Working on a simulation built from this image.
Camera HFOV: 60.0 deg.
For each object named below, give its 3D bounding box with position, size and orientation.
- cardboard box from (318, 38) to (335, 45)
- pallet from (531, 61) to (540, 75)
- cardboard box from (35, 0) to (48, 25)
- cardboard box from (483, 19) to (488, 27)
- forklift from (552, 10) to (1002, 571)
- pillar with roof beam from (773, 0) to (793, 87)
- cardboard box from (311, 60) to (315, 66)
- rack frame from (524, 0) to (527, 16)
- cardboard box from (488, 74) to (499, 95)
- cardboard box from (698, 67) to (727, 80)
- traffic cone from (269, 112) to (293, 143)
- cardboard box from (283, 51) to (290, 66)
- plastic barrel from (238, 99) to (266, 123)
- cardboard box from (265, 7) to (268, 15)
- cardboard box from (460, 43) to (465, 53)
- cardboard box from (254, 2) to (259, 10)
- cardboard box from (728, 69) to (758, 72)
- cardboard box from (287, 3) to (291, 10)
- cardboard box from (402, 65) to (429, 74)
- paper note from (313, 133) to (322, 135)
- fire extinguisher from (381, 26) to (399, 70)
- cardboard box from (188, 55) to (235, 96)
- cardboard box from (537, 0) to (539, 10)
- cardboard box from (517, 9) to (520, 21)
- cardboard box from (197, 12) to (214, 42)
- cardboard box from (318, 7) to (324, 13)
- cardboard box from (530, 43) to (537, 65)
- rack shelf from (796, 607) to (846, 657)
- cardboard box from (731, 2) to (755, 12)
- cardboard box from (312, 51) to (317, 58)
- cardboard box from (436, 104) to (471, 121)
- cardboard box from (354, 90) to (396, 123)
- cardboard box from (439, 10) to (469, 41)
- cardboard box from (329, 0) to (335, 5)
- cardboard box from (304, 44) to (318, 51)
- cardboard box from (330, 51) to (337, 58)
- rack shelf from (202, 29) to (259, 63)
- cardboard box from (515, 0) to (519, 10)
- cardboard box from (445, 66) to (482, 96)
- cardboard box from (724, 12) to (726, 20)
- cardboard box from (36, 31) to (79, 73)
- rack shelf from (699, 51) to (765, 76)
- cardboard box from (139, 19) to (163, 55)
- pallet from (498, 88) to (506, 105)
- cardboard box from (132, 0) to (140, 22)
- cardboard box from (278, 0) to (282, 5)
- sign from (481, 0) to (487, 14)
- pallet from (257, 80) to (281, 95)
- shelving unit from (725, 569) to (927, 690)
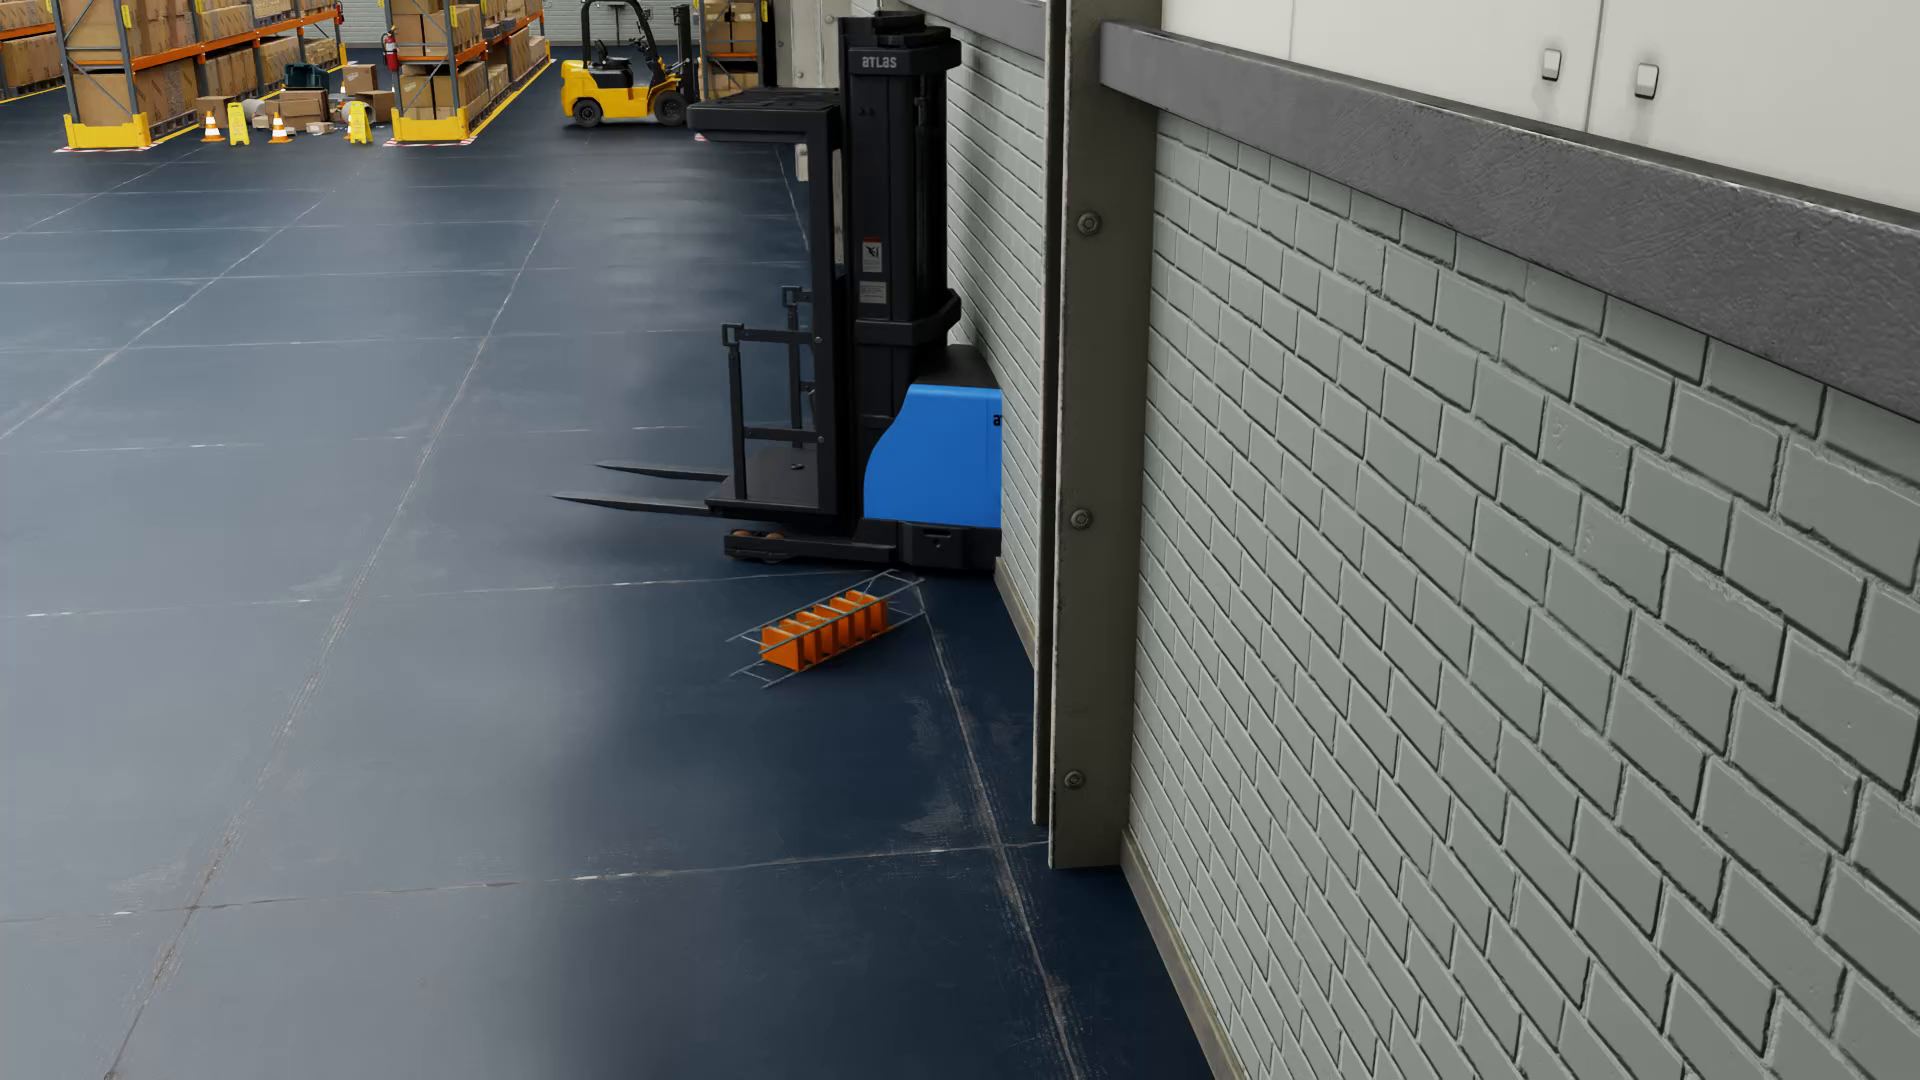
[{"bbox_3d":[-15.555,-12.219,40.770,0.380,0.149,0.250,-3,21,-7],"label":"cardboard box"},{"bbox_3d":[-10.454,-11.111,39.162,1.003,0.211,1.213,-3,21,-8],"label":"pallet"},{"bbox_3d":[-19.744,-11.196,35.264,0.500,0.500,0.500,-3,21,-8],"label":"cardboard box"},{"bbox_3d":[-9.035,-9.666,31.068,0.380,0.149,0.250,-3,21,-7],"label":"cardboard box"},{"bbox_3d":[-0.853,-1.415,9.315,3.031,2.935,1.130,5,21,12],"label":"forklift"},{"bbox_3d":[-7.249,-11.126,26.645,9.100,9.000,0.400,-3,21,-8],"label":"pillar with roof beam"},{"bbox_3d":[-15.078,-10.961,38.250,0.380,0.149,0.250,-2,21,-6],"label":"cardboard box"},{"bbox_3d":[-10.422,-12.150,37.959,1.000,3.000,0.127,-3,21,-8],"label":"rack frame"},{"bbox_3d":[-9.453,-8.776,32.081,0.950,0.372,0.625,-2,21,-4],"label":"cardboard box"},{"bbox_3d":[-4.317,-8.118,29.065,0.500,0.250,0.500,-3,21,-7],"label":"cardboard box"},{"bbox_3d":[-11.080,-6.717,27.038,0.336,0.463,0.334,-3,21,-8],"label":"traffic cone"},{"bbox_3d":[-14.806,-10.292,35.957,0.500,0.500,0.500,-3,21,-9],"label":"cardboard box"},{"bbox_3d":[-12.471,-7.573,29.387,0.512,0.421,0.421,12,24,30],"label":"plastic barrel"},{"bbox_3d":[-14.752,-11.096,34.897,0.380,0.149,0.250,-2,21,-6],"label":"cardboard box"},{"bbox_3d":[-8.535,-8.278,27.952,0.380,0.149,0.250,-3,21,-7],"label":"cardboard box"},{"bbox_3d":[-14.641,-10.970,34.134,0.380,0.149,0.250,-2,21,-5],"label":"cardboard box"},{"bbox_3d":[-3.738,-7.972,28.675,0.500,0.250,0.500,-3,21,-8],"label":"cardboard box"},{"bbox_3d":[-15.052,-11.817,36.826,0.380,0.149,0.250,-3,21,-9],"label":"cardboard box"},{"bbox_3d":[-9.185,-7.947,28.036,0.380,0.149,0.250,-2,21,-6],"label":"cardboard box"},{"bbox_3d":[-10.798,-6.831,27.962,0.148,0.019,0.142,-11,23,-26],"label":"paper note"},{"bbox_3d":[-9.131,-7.896,26.680,0.296,0.674,0.183,-3,21,-8],"label":"fire extinguisher"},{"bbox_3d":[-14.466,-8.783,31.559,1.050,0.750,0.750,-3,21,-8],"label":"cardboard box"},{"bbox_3d":[-10.609,-13.253,40.771,0.500,0.500,0.500,-3,21,-9],"label":"cardboard box"},{"bbox_3d":[-9.981,-11.585,36.661,0.500,0.250,0.500,-3,21,-9],"label":"cardboard box"},{"bbox_3d":[-13.962,-9.338,30.287,0.500,0.500,0.500,-3,21,-7],"label":"cardboard box"},{"bbox_3d":[-15.437,-12.680,39.737,0.380,0.149,0.250,-4,21,-10],"label":"cardboard box"},{"bbox_3d":[-10.406,-11.369,38.930,0.875,0.438,0.875,-3,21,-9],"label":"cardboard box"},{"bbox_3d":[-0.690,0.448,8.239,0.258,0.180,0.103,16,26,36],"label":"rack shelf"},{"bbox_3d":[-3.617,-8.864,27.666,0.380,0.149,0.250,-3,21,-9],"label":"cardboard box"},{"bbox_3d":[-15.289,-11.363,38.902,0.380,0.149,0.250,-2,21,-5],"label":"cardboard box"},{"bbox_3d":[-8.534,-7.197,28.028,0.500,0.250,0.500,-3,21,-8],"label":"cardboard box"},{"bbox_3d":[-10.460,-7.770,29.803,0.500,0.500,0.500,12,24,29],"label":"cardboard box"},{"bbox_3d":[-8.638,-8.715,28.194,0.500,0.500,0.500,-3,21,-9],"label":"cardboard box"},{"bbox_3d":[-15.562,-13.294,40.454,0.500,0.500,0.500,-2,21,-7],"label":"cardboard box"},{"bbox_3d":[-15.232,-11.500,38.842,0.380,0.149,0.250,-2,21,-7],"label":"cardboard box"},{"bbox_3d":[-15.462,-11.856,40.646,0.380,0.149,0.250,-2,21,-6],"label":"cardboard box"},{"bbox_3d":[-14.440,-9.451,31.761,1.077,0.370,4.000,-3,21,-8],"label":"rack shelf"},{"bbox_3d":[-9.867,-11.645,36.108,0.500,0.250,0.500,-3,21,-7],"label":"cardboard box"},{"bbox_3d":[-8.768,-8.096,29.363,0.500,0.500,0.500,-2,21,-5],"label":"cardboard box"},{"bbox_3d":[-4.151,-8.883,28.143,0.380,0.149,0.250,-3,21,-7],"label":"cardboard box"},{"bbox_3d":[-20.116,-10.631,36.328,1.225,0.875,0.875,-3,21,-8],"label":"cardboard box"},{"bbox_3d":[-4.069,-8.602,29.489,1.077,0.370,4.000,-3,21,-8],"label":"rack shelf"},{"bbox_3d":[-13.731,-8.296,27.427,0.875,0.550,0.550,-3,21,-8],"label":"cardboard box"},{"bbox_3d":[-9.561,-8.766,32.886,1.003,0.211,1.213,-3,21,-8],"label":"pallet"},{"bbox_3d":[-13.761,-8.603,26.704,0.875,0.550,0.550,-3,21,-8],"label":"cardboard box"},{"bbox_3d":[-14.937,-11.684,36.046,0.380,0.149,0.250,-4,21,-10],"label":"cardboard box"},{"bbox_3d":[-8.732,-9.815,30.472,0.100,0.325,0.005,-3,21,-8],"label":"sign"},{"bbox_3d":[-14.840,-9.444,34.701,1.003,0.211,1.213,-3,21,-8],"label":"pallet"},{"bbox_3d":[-0.643,0.428,8.294,0.258,0.189,1.200,16,26,36],"label":"shelving unit"}]
